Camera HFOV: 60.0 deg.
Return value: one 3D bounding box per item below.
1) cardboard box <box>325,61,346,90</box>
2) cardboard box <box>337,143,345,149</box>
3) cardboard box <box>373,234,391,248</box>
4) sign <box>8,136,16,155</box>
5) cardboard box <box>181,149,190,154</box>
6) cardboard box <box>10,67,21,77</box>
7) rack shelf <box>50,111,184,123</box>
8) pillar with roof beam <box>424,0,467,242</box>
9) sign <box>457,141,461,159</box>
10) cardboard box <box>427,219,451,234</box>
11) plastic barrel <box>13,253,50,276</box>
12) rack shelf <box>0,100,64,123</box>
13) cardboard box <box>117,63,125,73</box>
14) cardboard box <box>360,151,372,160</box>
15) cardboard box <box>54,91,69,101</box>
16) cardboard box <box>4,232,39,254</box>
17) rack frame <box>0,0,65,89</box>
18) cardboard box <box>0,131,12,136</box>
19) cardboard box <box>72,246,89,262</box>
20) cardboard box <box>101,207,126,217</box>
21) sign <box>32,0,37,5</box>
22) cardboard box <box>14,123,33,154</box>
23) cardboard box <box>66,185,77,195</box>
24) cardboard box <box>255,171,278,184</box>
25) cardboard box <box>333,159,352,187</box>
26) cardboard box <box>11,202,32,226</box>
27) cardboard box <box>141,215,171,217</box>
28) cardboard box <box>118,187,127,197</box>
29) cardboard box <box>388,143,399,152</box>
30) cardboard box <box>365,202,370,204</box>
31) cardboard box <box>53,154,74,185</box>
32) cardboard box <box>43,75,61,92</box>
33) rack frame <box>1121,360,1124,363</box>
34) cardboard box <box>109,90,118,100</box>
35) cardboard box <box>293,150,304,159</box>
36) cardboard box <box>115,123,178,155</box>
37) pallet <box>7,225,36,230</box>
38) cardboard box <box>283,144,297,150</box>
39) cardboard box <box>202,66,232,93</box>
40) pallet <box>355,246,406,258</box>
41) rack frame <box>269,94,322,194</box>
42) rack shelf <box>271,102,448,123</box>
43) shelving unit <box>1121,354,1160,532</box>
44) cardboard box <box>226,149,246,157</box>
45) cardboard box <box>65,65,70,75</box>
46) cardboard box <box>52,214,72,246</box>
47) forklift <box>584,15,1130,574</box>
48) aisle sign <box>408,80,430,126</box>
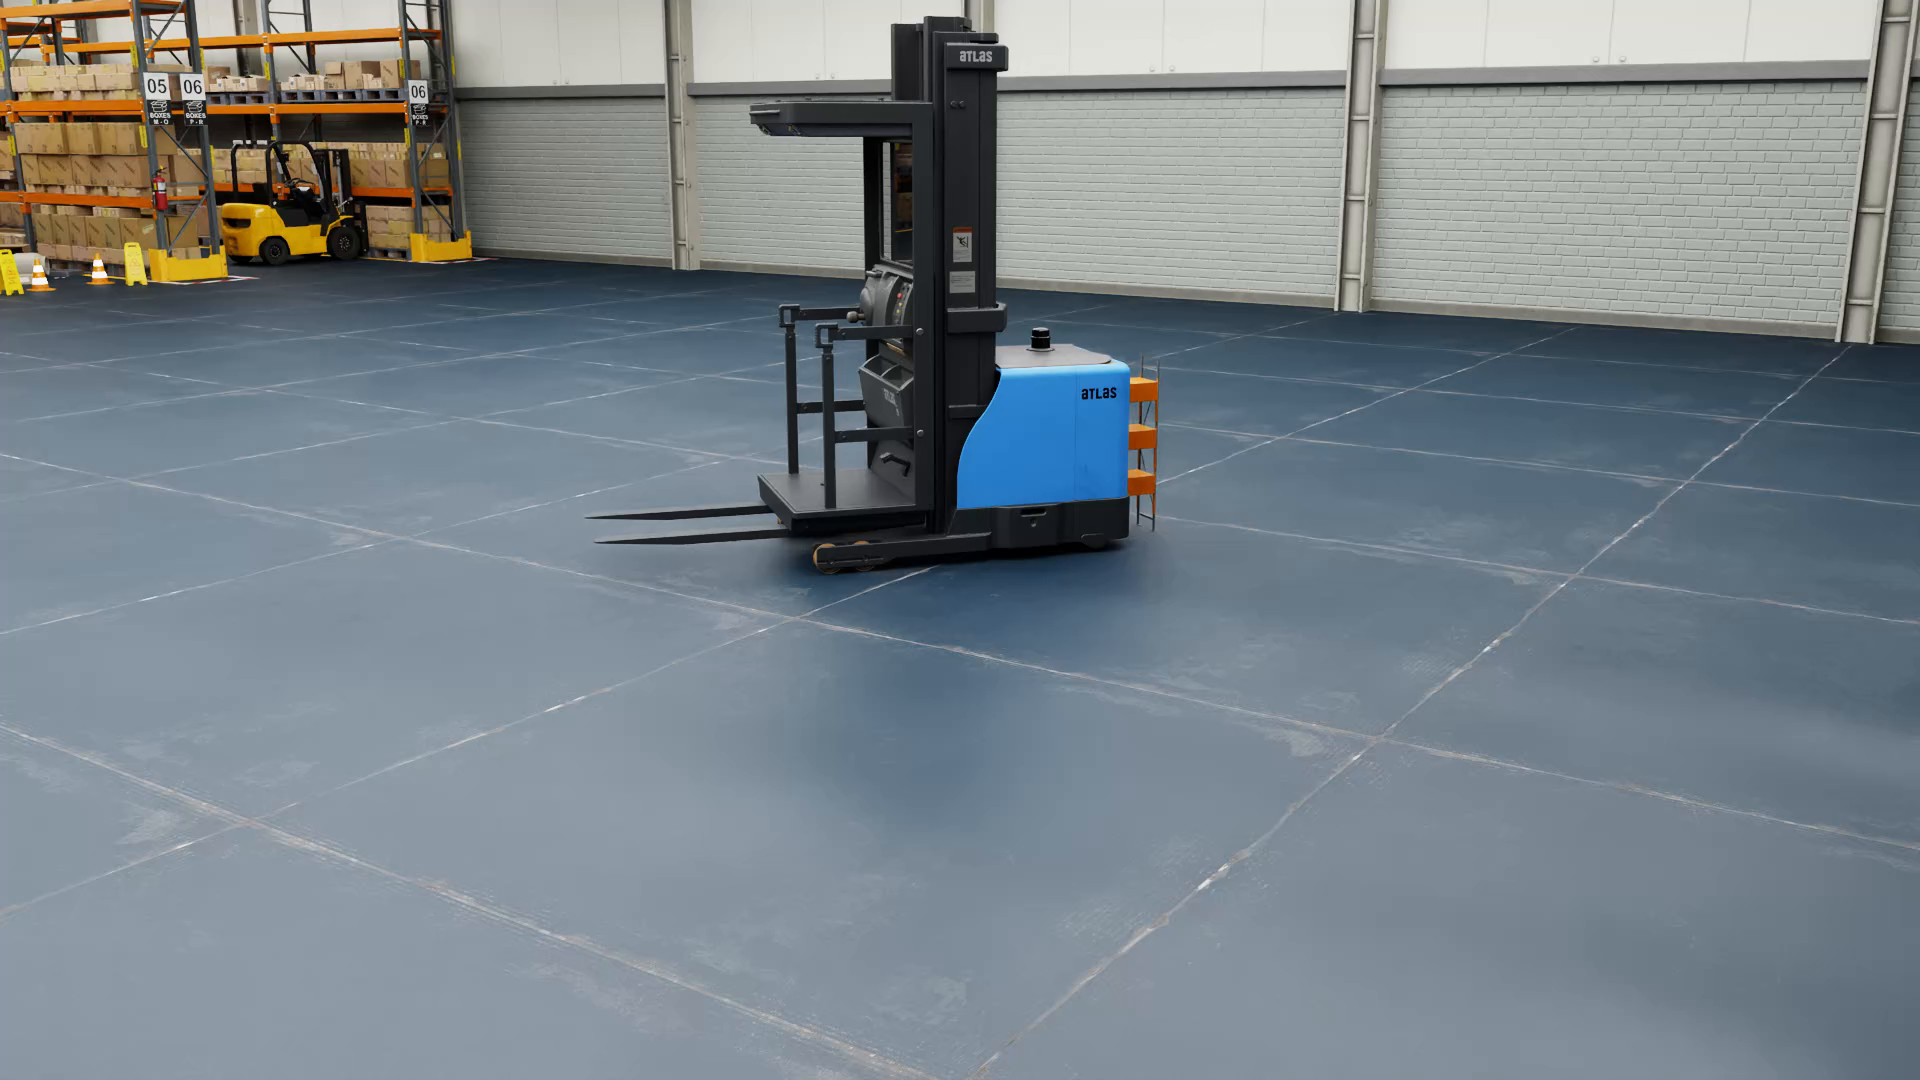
[{"bbox_3d":[-11.383,-8.678,31.096,0.637,0.503,0.797,10,17,35],"label":"cardboard box"},{"bbox_3d":[-11.511,-7.420,31.380,0.250,0.149,0.380,9,17,33],"label":"cardboard box"},{"bbox_3d":[-10.595,-5.603,31.062,0.500,0.250,0.500,9,17,33],"label":"cardboard box"},{"bbox_3d":[-16.014,-6.662,28.084,0.005,0.325,0.100,9,17,33],"label":"sign"},{"bbox_3d":[-15.709,-7.935,34.077,0.250,0.149,0.380,10,17,34],"label":"cardboard box"},{"bbox_3d":[-15.628,-7.825,27.812,0.250,0.149,0.380,9,16,32],"label":"cardboard box"},{"bbox_3d":[-17.919,-9.113,35.649,4.000,0.370,1.077,9,17,33],"label":"rack shelf"},{"bbox_3d":[-12.099,-8.992,27.420,0.400,9.000,9.100,9,17,33],"label":"pillar with roof beam"},{"bbox_3d":[-9.306,-7.234,30.835,0.005,0.325,0.100,9,17,33],"label":"sign"},{"bbox_3d":[-9.895,-5.881,31.147,0.500,0.250,0.500,10,17,34],"label":"cardboard box"},{"bbox_3d":[-14.947,-4.399,26.714,0.512,0.421,0.421,-4,14,-16],"label":"plastic barrel"},{"bbox_3d":[-17.367,-7.586,29.481,4.000,0.370,1.077,9,17,33],"label":"rack shelf"},{"bbox_3d":[-13.026,-7.425,26.195,0.250,0.149,0.380,10,17,34],"label":"cardboard box"},{"bbox_3d":[-10.922,-7.156,30.932,0.250,0.149,0.380,9,16,31],"label":"cardboard box"},{"bbox_3d":[-14.565,-7.264,27.206,0.250,0.149,0.380,9,16,32],"label":"cardboard box"},{"bbox_3d":[-16.144,-5.209,29.219,0.625,0.372,0.950,9,17,34],"label":"cardboard box"},{"bbox_3d":[-15.707,-9.123,27.951,0.127,3.000,1.000,9,17,33],"label":"rack frame"},{"bbox_3d":[-16.859,-7.182,29.541,0.250,0.149,0.380,10,17,36],"label":"cardboard box"},{"bbox_3d":[-14.478,-4.807,27.849,0.500,0.250,0.500,9,16,32],"label":"cardboard box"},{"bbox_3d":[-13.748,-5.348,27.124,0.250,0.149,0.380,10,17,34],"label":"cardboard box"},{"bbox_3d":[-19.897,-11.573,35.736,0.005,0.325,0.100,9,17,33],"label":"sign"},{"bbox_3d":[-15.463,-6.787,28.091,0.500,0.500,0.700,9,17,32],"label":"cardboard box"},{"bbox_3d":[-14.569,-5.810,27.573,0.250,0.149,0.380,9,17,33],"label":"cardboard box"},{"bbox_3d":[-13.504,-7.144,32.752,0.500,0.250,0.500,10,17,34],"label":"cardboard box"},{"bbox_3d":[-11.450,-6.932,31.378,0.500,0.500,0.500,9,17,33],"label":"cardboard box"},{"bbox_3d":[-21.372,-7.487,38.154,0.500,0.500,0.500,10,17,34],"label":"cardboard box"},{"bbox_3d":[-13.360,-5.144,27.647,0.500,0.500,0.500,8,16,31],"label":"cardboard box"},{"bbox_3d":[-13.291,-5.611,26.769,0.250,0.149,0.380,9,16,32],"label":"cardboard box"},{"bbox_3d":[-10.258,-7.206,30.512,0.250,0.149,0.380,9,17,33],"label":"cardboard box"},{"bbox_3d":[-11.583,-6.393,32.174,0.500,0.250,0.500,9,17,33],"label":"cardboard box"},{"bbox_3d":[-14.659,-6.157,27.626,0.500,0.500,0.500,9,17,32],"label":"cardboard box"},{"bbox_3d":[-14.654,-7.488,27.281,0.500,0.250,0.500,9,17,33],"label":"cardboard box"},{"bbox_3d":[0.907,-0.557,9.887,0.008,1.050,0.200,-6,15,-24],"label":"rack frame"},{"bbox_3d":[-13.267,-7.070,26.423,0.250,0.149,0.380,10,17,34],"label":"cardboard box"},{"bbox_3d":[-12.607,-7.435,32.058,0.250,0.149,0.380,10,17,34],"label":"cardboard box"},{"bbox_3d":[-12.934,-6.378,26.438,0.500,0.500,0.700,9,16,31],"label":"cardboard box"},{"bbox_3d":[-21.164,-7.176,38.374,1.213,0.211,1.003,9,17,33],"label":"pallet"},{"bbox_3d":[-12.841,-7.607,32.135,0.250,0.149,0.380,10,17,34],"label":"cardboard box"},{"bbox_3d":[-14.950,-9.213,33.264,0.500,0.500,0.500,10,17,34],"label":"cardboard box"},{"bbox_3d":[-11.287,-5.569,31.882,1.213,0.211,1.003,9,17,33],"label":"pallet"},{"bbox_3d":[-12.940,-7.201,32.672,0.127,3.000,1.000,9,17,33],"label":"rack frame"},{"bbox_3d":[-11.281,-8.040,31.315,4.000,0.370,1.077,9,17,33],"label":"rack shelf"},{"bbox_3d":[1.018,-0.569,9.937,0.252,1.050,0.215,-6,15,-24],"label":"shelving unit"},{"bbox_3d":[-14.424,-7.732,33.257,0.250,0.149,0.380,9,17,33],"label":"cardboard box"},{"bbox_3d":[-14.292,-7.633,27.037,0.250,0.149,0.380,10,17,34],"label":"cardboard box"},{"bbox_3d":[-14.918,-5.242,28.044,0.500,0.500,0.500,10,17,35],"label":"cardboard box"},{"bbox_3d":[-0.597,-1.378,9.292,3.031,2.935,1.130,-4,15,-17],"label":"forklift"},{"bbox_3d":[-9.731,-7.860,29.921,0.004,0.787,0.394,9,17,33],"label":"aisle sign"}]
